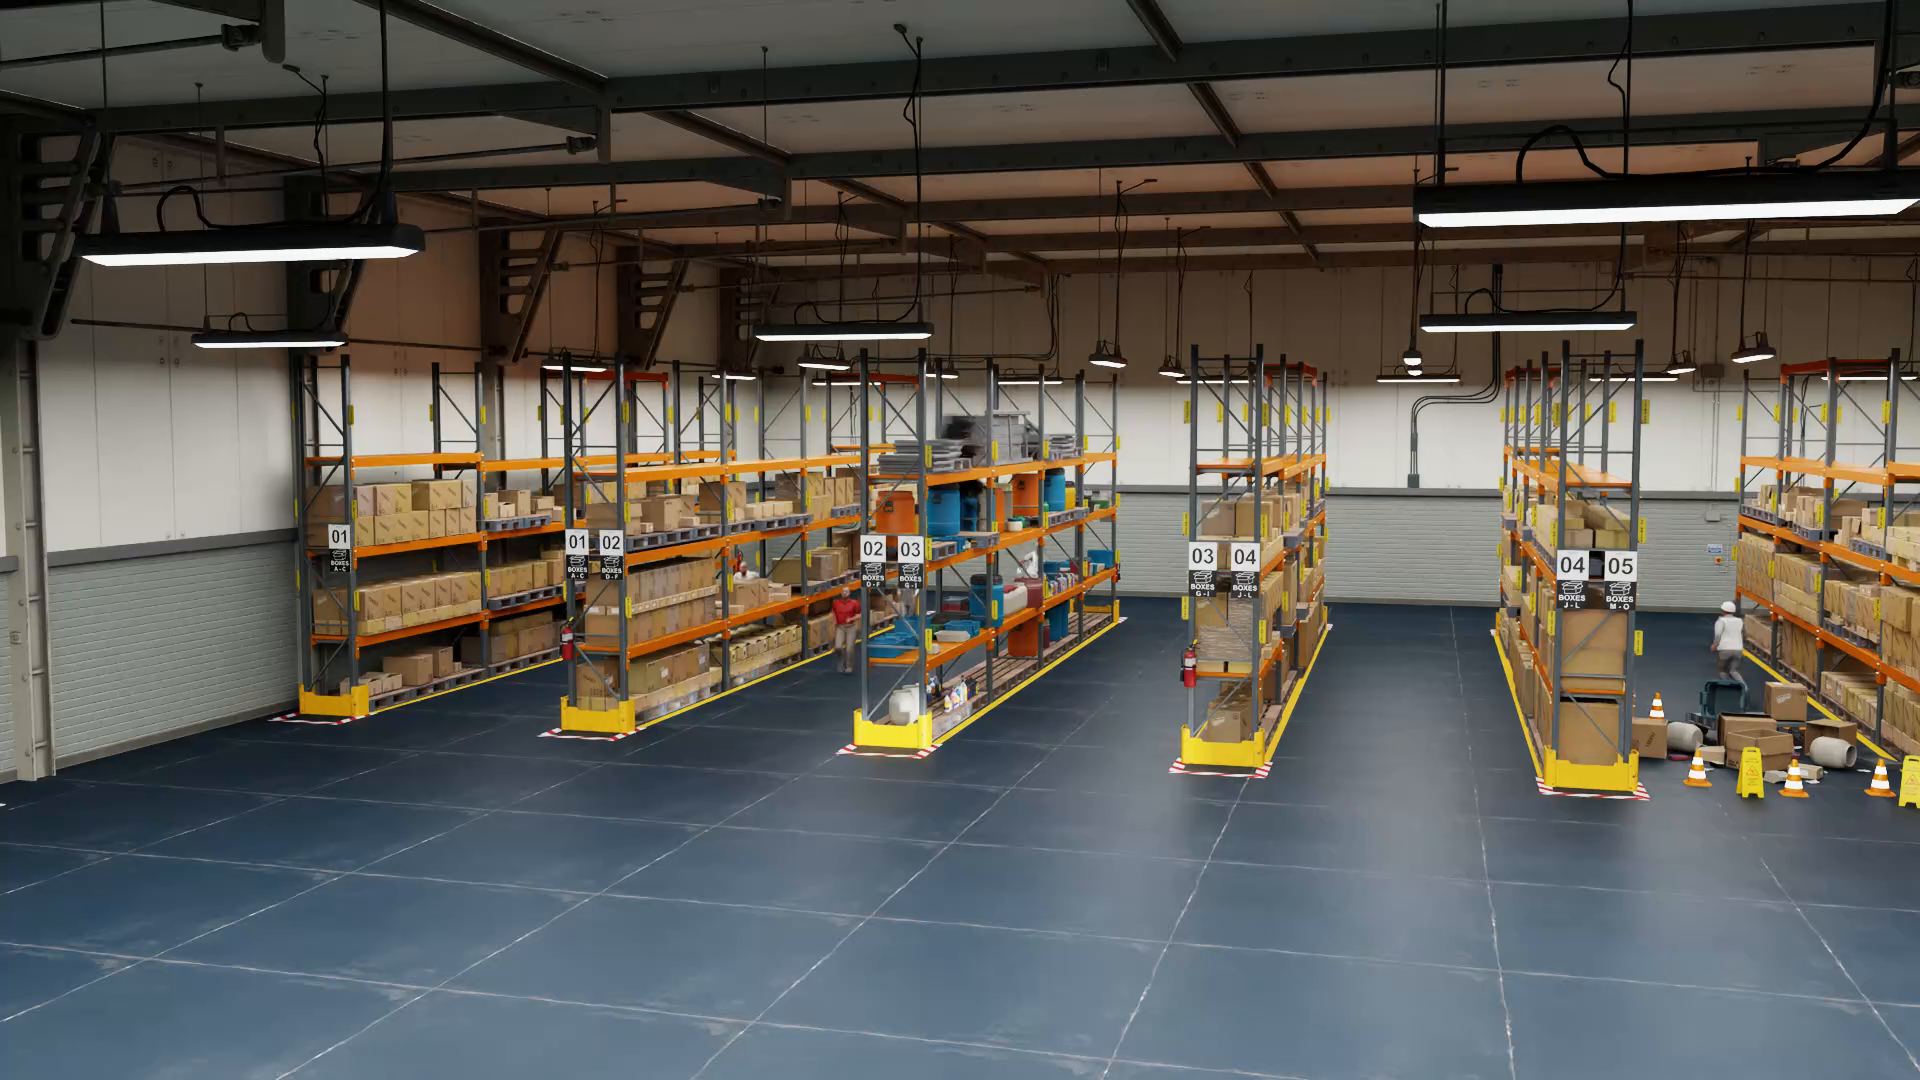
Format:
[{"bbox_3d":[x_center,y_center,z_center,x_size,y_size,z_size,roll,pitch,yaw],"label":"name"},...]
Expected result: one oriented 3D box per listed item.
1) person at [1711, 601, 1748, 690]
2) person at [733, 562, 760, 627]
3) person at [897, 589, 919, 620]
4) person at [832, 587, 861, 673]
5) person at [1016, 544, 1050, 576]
[{"bbox_3d":[13.615,1.955,29.333,0.654,1.725,0.757,0,4,-2],"label":"person"},{"bbox_3d":[-4.869,1.326,37.942,0.704,1.666,0.861,0,4,6],"label":"person"},{"bbox_3d":[-1.147,1.442,36.955,0.540,1.607,0.733,1,4,16],"label":"person"},{"bbox_3d":[-2.213,1.743,32.067,0.648,1.688,0.655,1,4,9],"label":"person"},{"bbox_3d":[2.003,0.910,43.643,0.907,1.697,0.636,-2,5,-27],"label":"person"}]
